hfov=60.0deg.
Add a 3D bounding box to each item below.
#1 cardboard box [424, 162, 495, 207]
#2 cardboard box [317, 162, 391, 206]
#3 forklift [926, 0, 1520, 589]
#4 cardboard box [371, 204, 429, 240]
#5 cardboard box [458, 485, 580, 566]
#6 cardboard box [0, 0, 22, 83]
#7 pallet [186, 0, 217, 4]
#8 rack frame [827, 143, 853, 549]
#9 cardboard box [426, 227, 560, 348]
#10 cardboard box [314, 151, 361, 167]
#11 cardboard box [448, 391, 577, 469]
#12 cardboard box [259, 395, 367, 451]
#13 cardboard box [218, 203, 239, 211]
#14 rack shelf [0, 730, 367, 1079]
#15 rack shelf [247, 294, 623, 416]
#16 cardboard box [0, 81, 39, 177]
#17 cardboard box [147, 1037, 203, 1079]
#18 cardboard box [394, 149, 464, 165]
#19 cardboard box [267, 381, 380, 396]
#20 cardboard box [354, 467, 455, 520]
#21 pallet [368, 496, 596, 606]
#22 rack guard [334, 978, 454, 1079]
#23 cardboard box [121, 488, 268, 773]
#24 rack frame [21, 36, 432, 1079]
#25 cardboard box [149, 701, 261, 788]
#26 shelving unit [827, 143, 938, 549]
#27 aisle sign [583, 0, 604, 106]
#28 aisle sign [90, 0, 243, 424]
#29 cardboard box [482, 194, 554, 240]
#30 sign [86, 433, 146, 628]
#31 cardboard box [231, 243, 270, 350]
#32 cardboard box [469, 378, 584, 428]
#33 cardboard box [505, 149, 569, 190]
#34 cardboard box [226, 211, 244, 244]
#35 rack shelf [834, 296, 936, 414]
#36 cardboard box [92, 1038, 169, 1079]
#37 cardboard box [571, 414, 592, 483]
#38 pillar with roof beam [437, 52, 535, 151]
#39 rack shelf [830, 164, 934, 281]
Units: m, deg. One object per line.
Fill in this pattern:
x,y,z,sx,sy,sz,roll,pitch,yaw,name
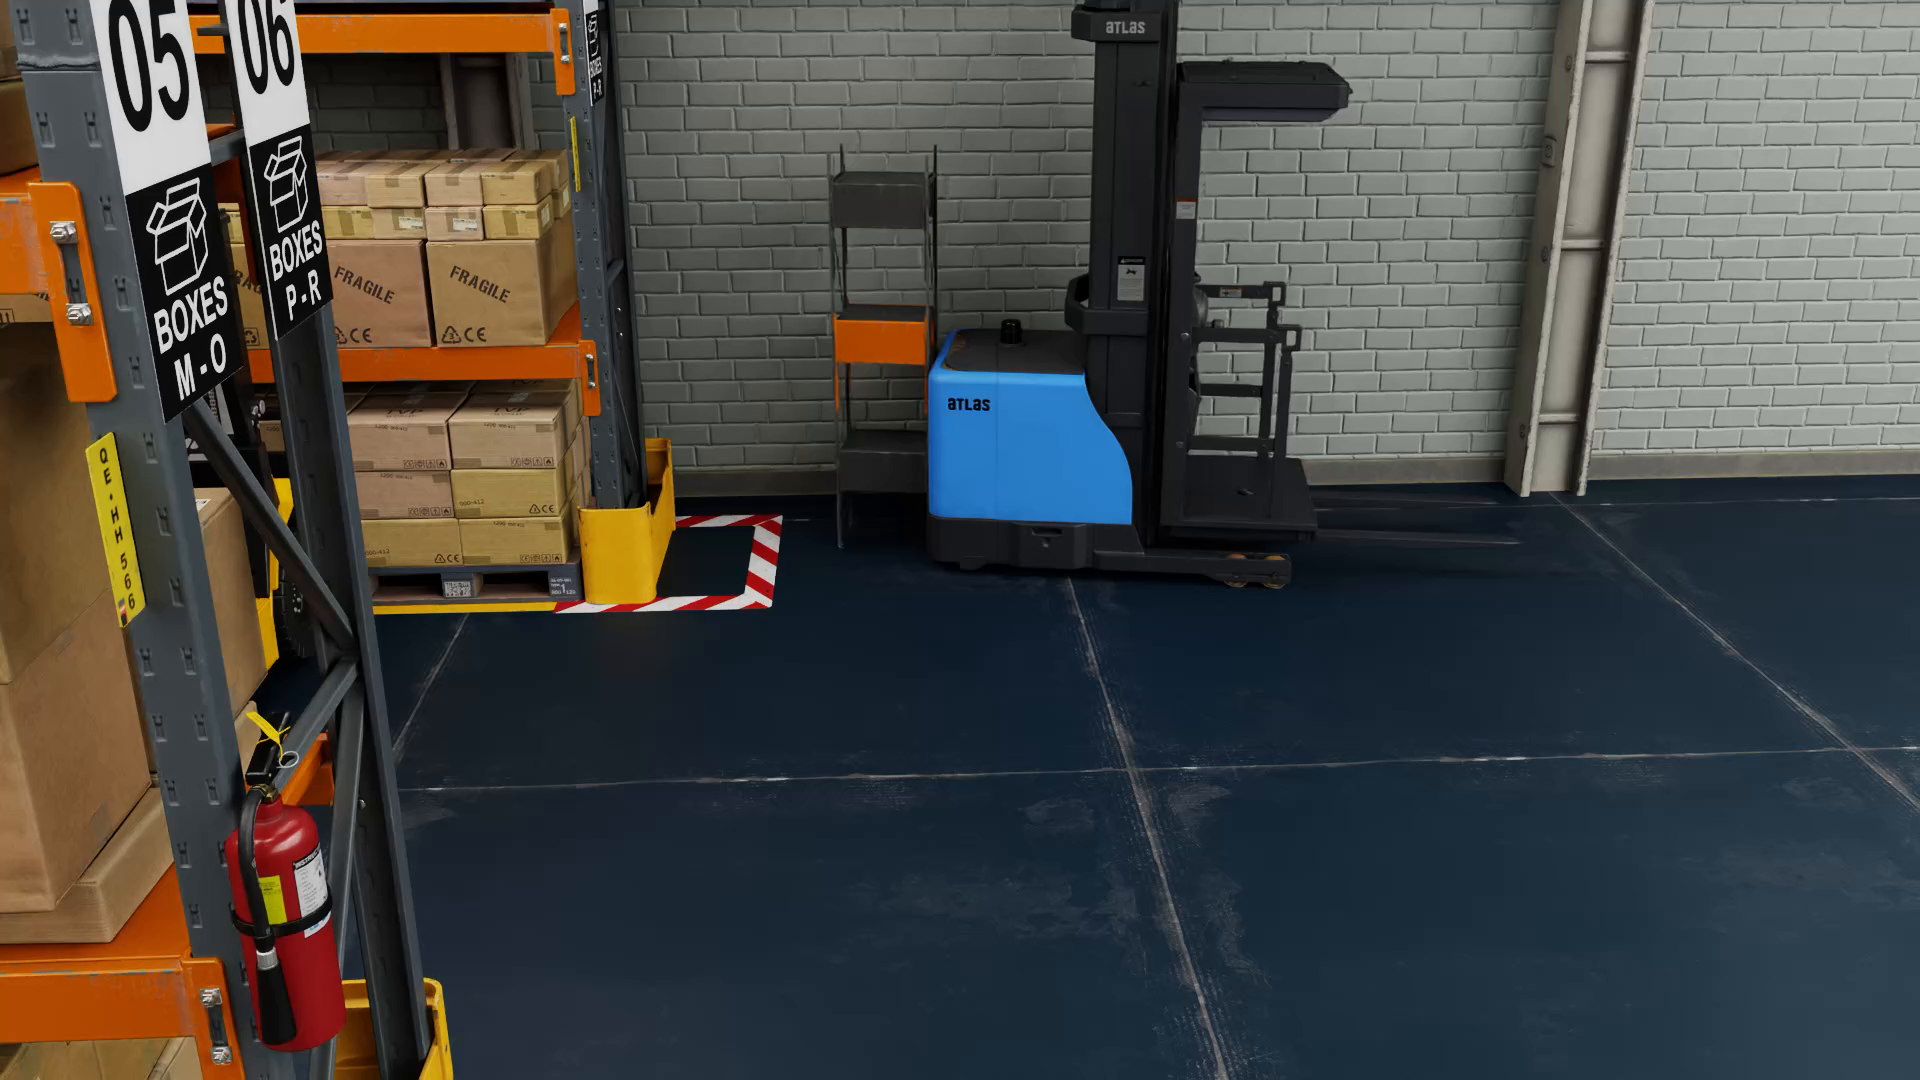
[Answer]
-2.348,-1.679,7.844,0.250,0.149,0.380,-1,21,-3,cardboard box
-2.860,-1.685,7.861,0.250,0.149,0.380,-1,21,-3,cardboard box
1.377,-1.321,8.472,3.031,2.935,1.130,2,21,6,forklift
-2.604,-1.532,7.877,0.250,0.149,0.380,-1,21,-2,cardboard box
-2.209,-0.078,8.383,0.500,0.250,0.500,-1,21,-3,cardboard box
-1.966,-0.890,2.819,0.500,0.250,0.500,-1,21,-4,cardboard box
-3.686,-2.618,7.689,1.213,0.211,1.003,-1,21,-3,pallet
-0.631,-1.003,8.804,0.015,2.100,0.400,2,21,6,rack frame
-2.234,-1.232,7.999,0.500,0.500,0.500,-2,21,-4,cardboard box
-3.141,-1.828,8.237,0.250,0.149,0.380,-1,21,-1,cardboard box
-2.199,-0.546,8.210,0.500,0.250,0.500,0,21,-1,cardboard box
-3.212,-0.520,8.141,0.500,0.250,0.500,-1,21,-2,cardboard box
-3.372,-1.633,7.725,0.250,0.149,0.380,-1,21,-2,cardboard box
-3.467,0.852,3.679,4.000,0.370,1.077,-1,21,-3,rack shelf
-3.754,-0.911,8.310,4.000,0.370,1.077,-1,21,-3,rack shelf
-1.811,-0.703,2.888,0.250,0.149,0.380,-1,21,-3,cardboard box
-2.292,1.482,4.287,0.500,0.250,0.500,-1,21,-3,cardboard box
-2.631,-1.842,8.274,0.250,0.149,0.380,-1,21,-2,cardboard box
-3.247,-0.706,8.629,0.500,0.250,0.500,-1,21,-3,cardboard box
-2.727,-0.306,8.280,0.500,0.250,0.500,-1,21,-4,cardboard box
-2.519,0.045,8.705,1.213,0.211,1.003,-1,21,-3,pallet
-1.546,1.645,4.098,0.348,0.500,1.175,-1,21,-3,rack guard
-1.959,0.200,3.820,0.500,0.500,0.500,-1,21,-4,cardboard box
-1.470,0.475,3.657,0.127,3.000,1.000,-1,21,-3,rack frame
-1.821,0.526,3.877,0.250,0.149,0.380,-1,21,-3,cardboard box
-0.388,-0.994,8.780,0.503,2.100,0.431,2,21,6,shelving unit
-1.675,-2.400,7.555,0.004,0.787,0.394,-1,21,-3,aisle sign
-1.392,-0.638,2.928,0.004,0.787,0.394,-1,21,-3,aisle sign
-2.088,-1.531,7.875,0.250,0.149,0.380,-1,21,-2,cardboard box
-1.459,-0.016,2.876,0.005,0.325,0.100,-1,21,-3,sign
-3.264,-1.214,7.953,0.500,0.500,0.500,-2,21,-4,cardboard box
-2.248,-0.724,8.676,0.500,0.250,0.500,-1,21,-4,cardboard box
-2.105,-1.846,8.284,0.250,0.149,0.380,-2,21,-4,cardboard box
-3.367,-1.497,7.784,0.250,0.149,0.380,-1,21,-3,cardboard box
-0.388,-0.981,8.785,0.480,0.518,0.431,2,21,6,rack shelf
-2.315,1.132,4.152,0.500,0.500,0.500,-2,21,-5,cardboard box
-2.239,-0.497,8.783,0.500,0.250,0.500,-1,21,-2,cardboard box
-2.258,-2.869,4.008,0.400,9.000,9.100,-1,21,-3,pillar with roof beam
-0.388,-1.635,8.536,0.480,0.518,0.431,2,21,6,rack shelf
